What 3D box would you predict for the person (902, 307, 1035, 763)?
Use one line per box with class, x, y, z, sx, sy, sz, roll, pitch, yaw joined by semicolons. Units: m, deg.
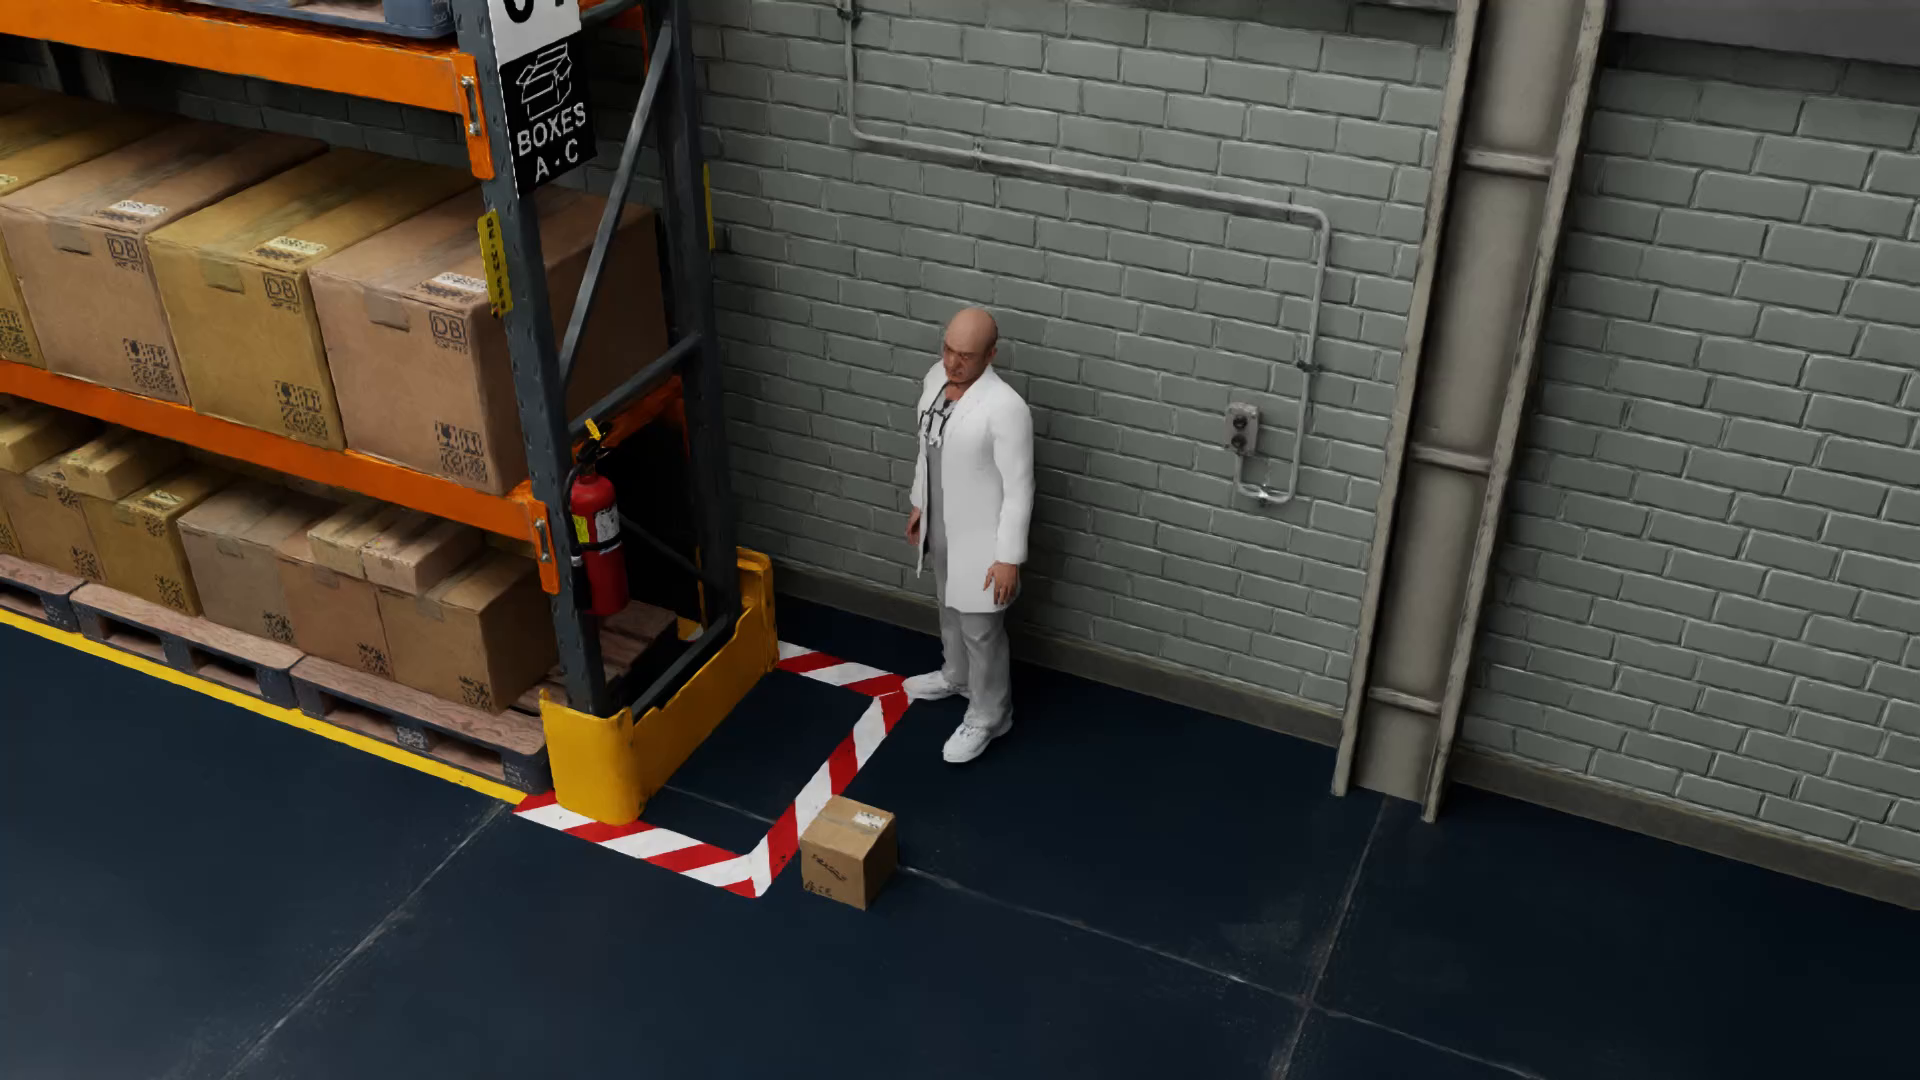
person;0.018;-0.019;6.130;0.415;1.786;0.644;-19;38;-27
